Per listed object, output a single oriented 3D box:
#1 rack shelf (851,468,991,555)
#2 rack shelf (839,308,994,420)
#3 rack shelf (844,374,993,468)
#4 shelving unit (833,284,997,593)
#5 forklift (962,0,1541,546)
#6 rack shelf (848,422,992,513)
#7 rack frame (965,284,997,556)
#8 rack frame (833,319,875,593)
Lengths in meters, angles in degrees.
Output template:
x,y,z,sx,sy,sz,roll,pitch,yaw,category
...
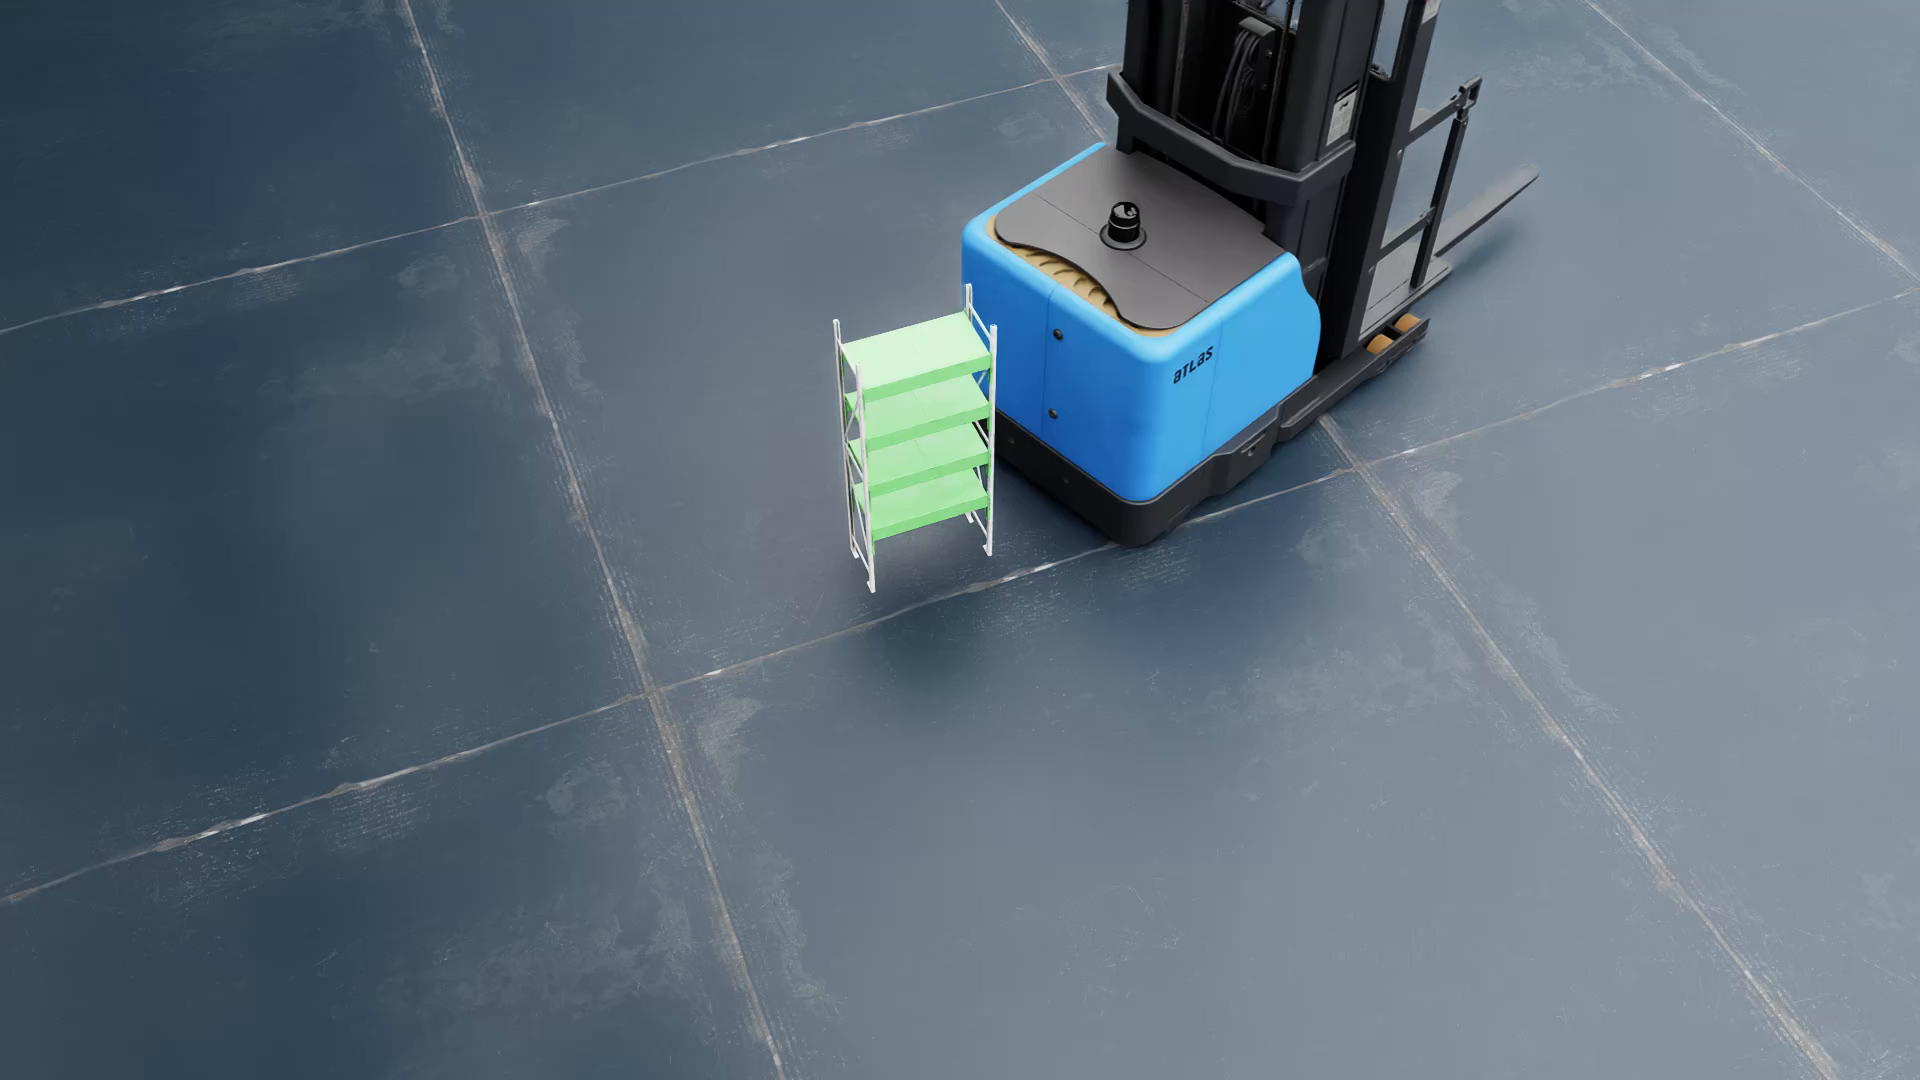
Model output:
x,y,z,sx,sy,sz,roll,pitch,yaw,category
-0.153,-0.145,6.325,0.480,0.148,0.258,-17,52,-14,rack shelf
-0.153,-0.615,5.779,0.480,0.148,0.258,-17,52,-14,rack shelf
-0.153,-0.458,5.961,0.480,0.148,0.258,-17,52,-14,rack shelf
-0.153,-0.343,6.095,0.503,1.200,0.258,-17,52,-14,shelving unit
1.401,-1.935,6.320,3.031,2.935,1.130,-36,58,-27,forklift
-0.153,-0.302,6.143,0.480,0.148,0.258,-17,52,-14,rack shelf
0.073,-0.413,6.155,0.015,1.200,0.240,-17,52,-14,rack frame
-0.379,-0.273,6.035,0.015,1.200,0.240,-17,52,-14,rack frame
